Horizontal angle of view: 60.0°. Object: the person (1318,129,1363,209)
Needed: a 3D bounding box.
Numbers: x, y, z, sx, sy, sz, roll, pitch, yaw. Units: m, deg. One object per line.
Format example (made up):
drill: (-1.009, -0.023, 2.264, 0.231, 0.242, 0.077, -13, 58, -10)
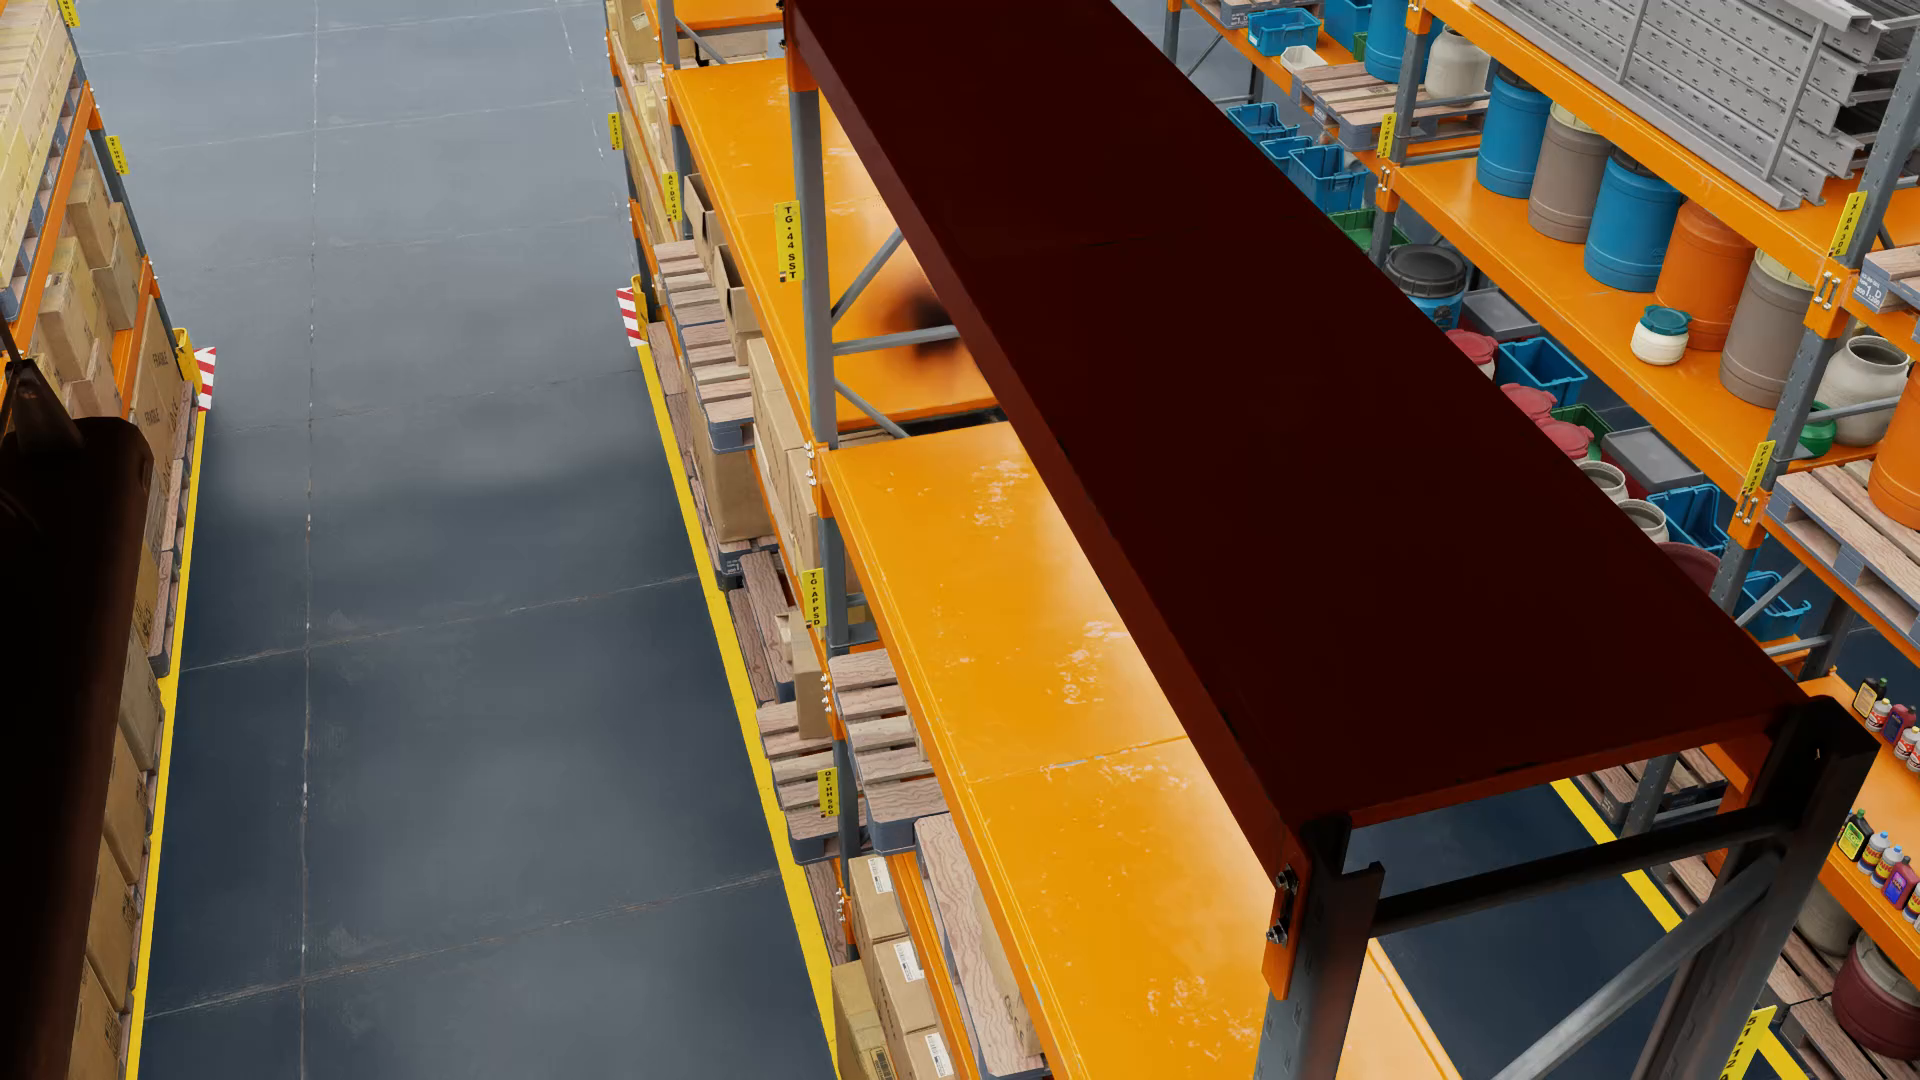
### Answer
person: (3.726, -3.763, 16.266, 0.607, 1.623, 0.542, -24, 44, -27)
